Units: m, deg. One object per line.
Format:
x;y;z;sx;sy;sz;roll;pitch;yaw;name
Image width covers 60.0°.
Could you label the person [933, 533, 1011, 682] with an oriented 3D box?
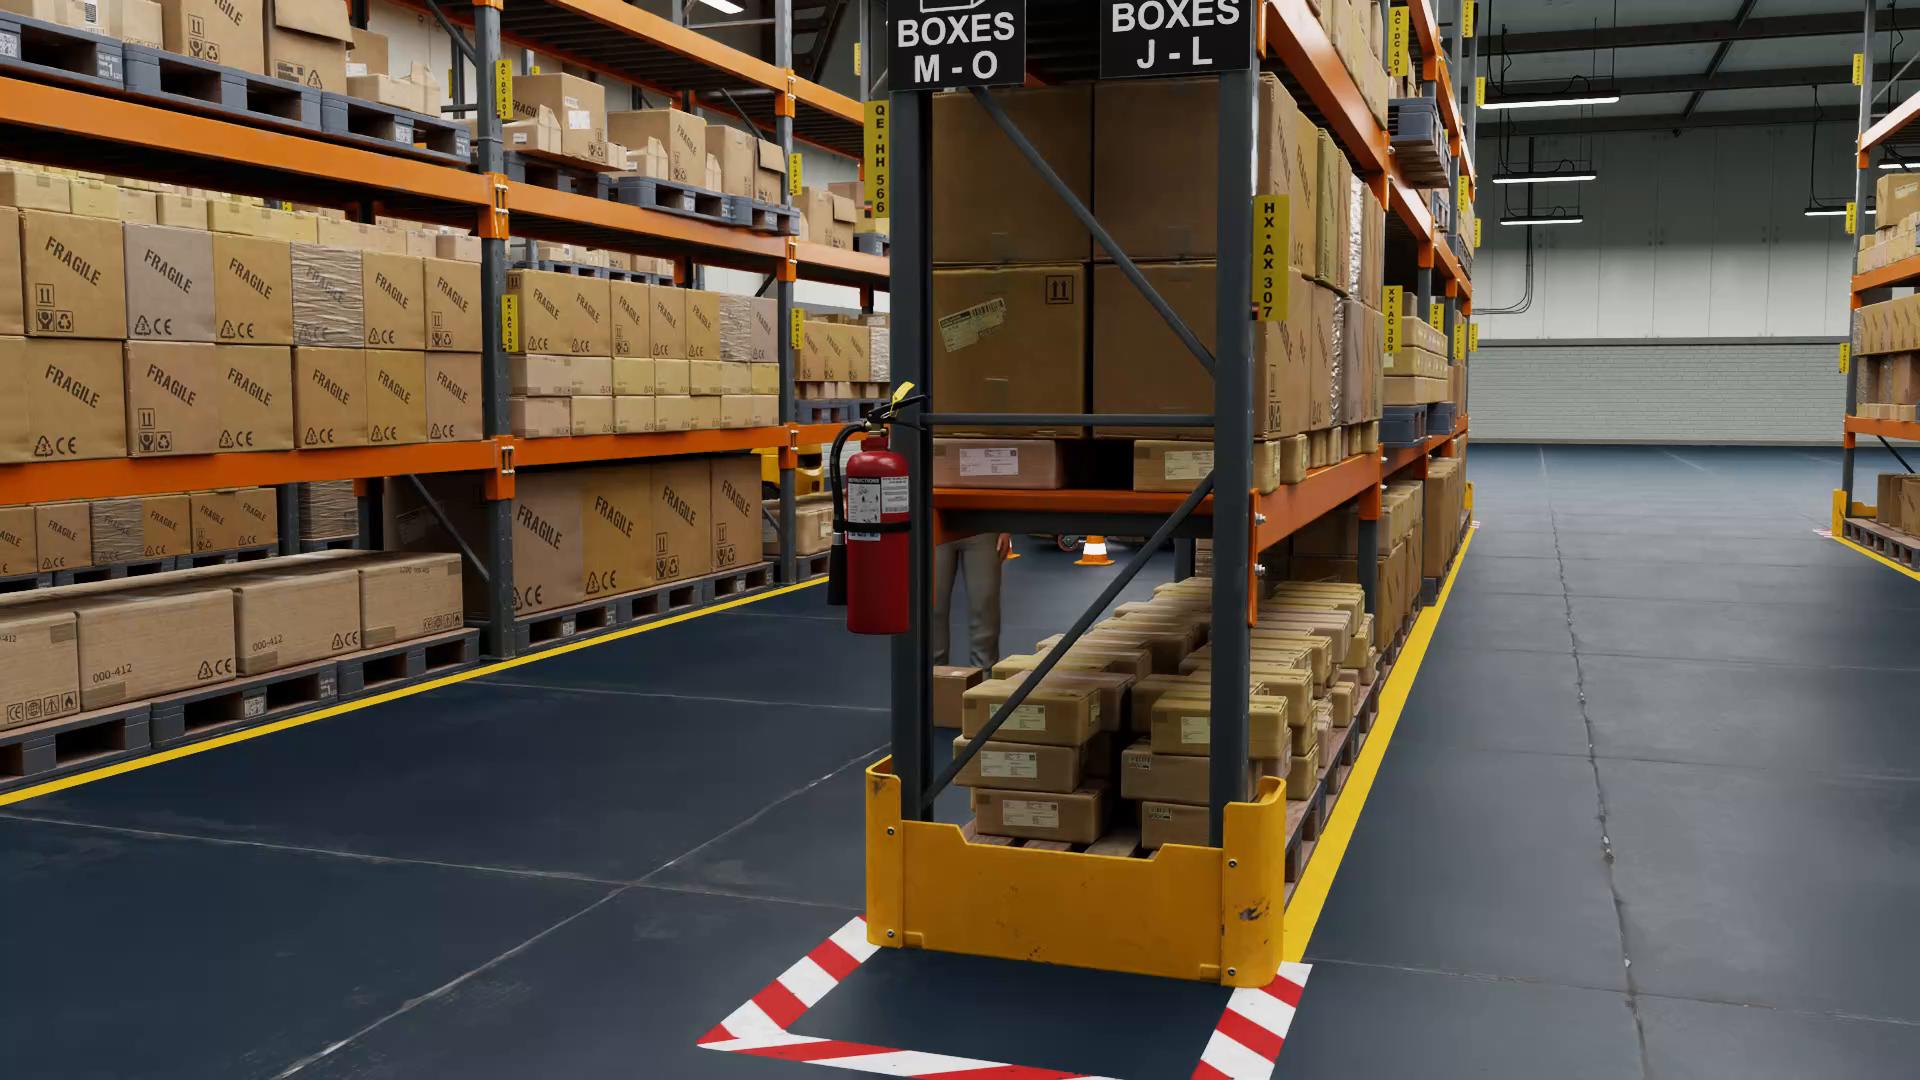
0.015;-0.036;8.404;0.528;1.744;0.393;1;5;7;person
